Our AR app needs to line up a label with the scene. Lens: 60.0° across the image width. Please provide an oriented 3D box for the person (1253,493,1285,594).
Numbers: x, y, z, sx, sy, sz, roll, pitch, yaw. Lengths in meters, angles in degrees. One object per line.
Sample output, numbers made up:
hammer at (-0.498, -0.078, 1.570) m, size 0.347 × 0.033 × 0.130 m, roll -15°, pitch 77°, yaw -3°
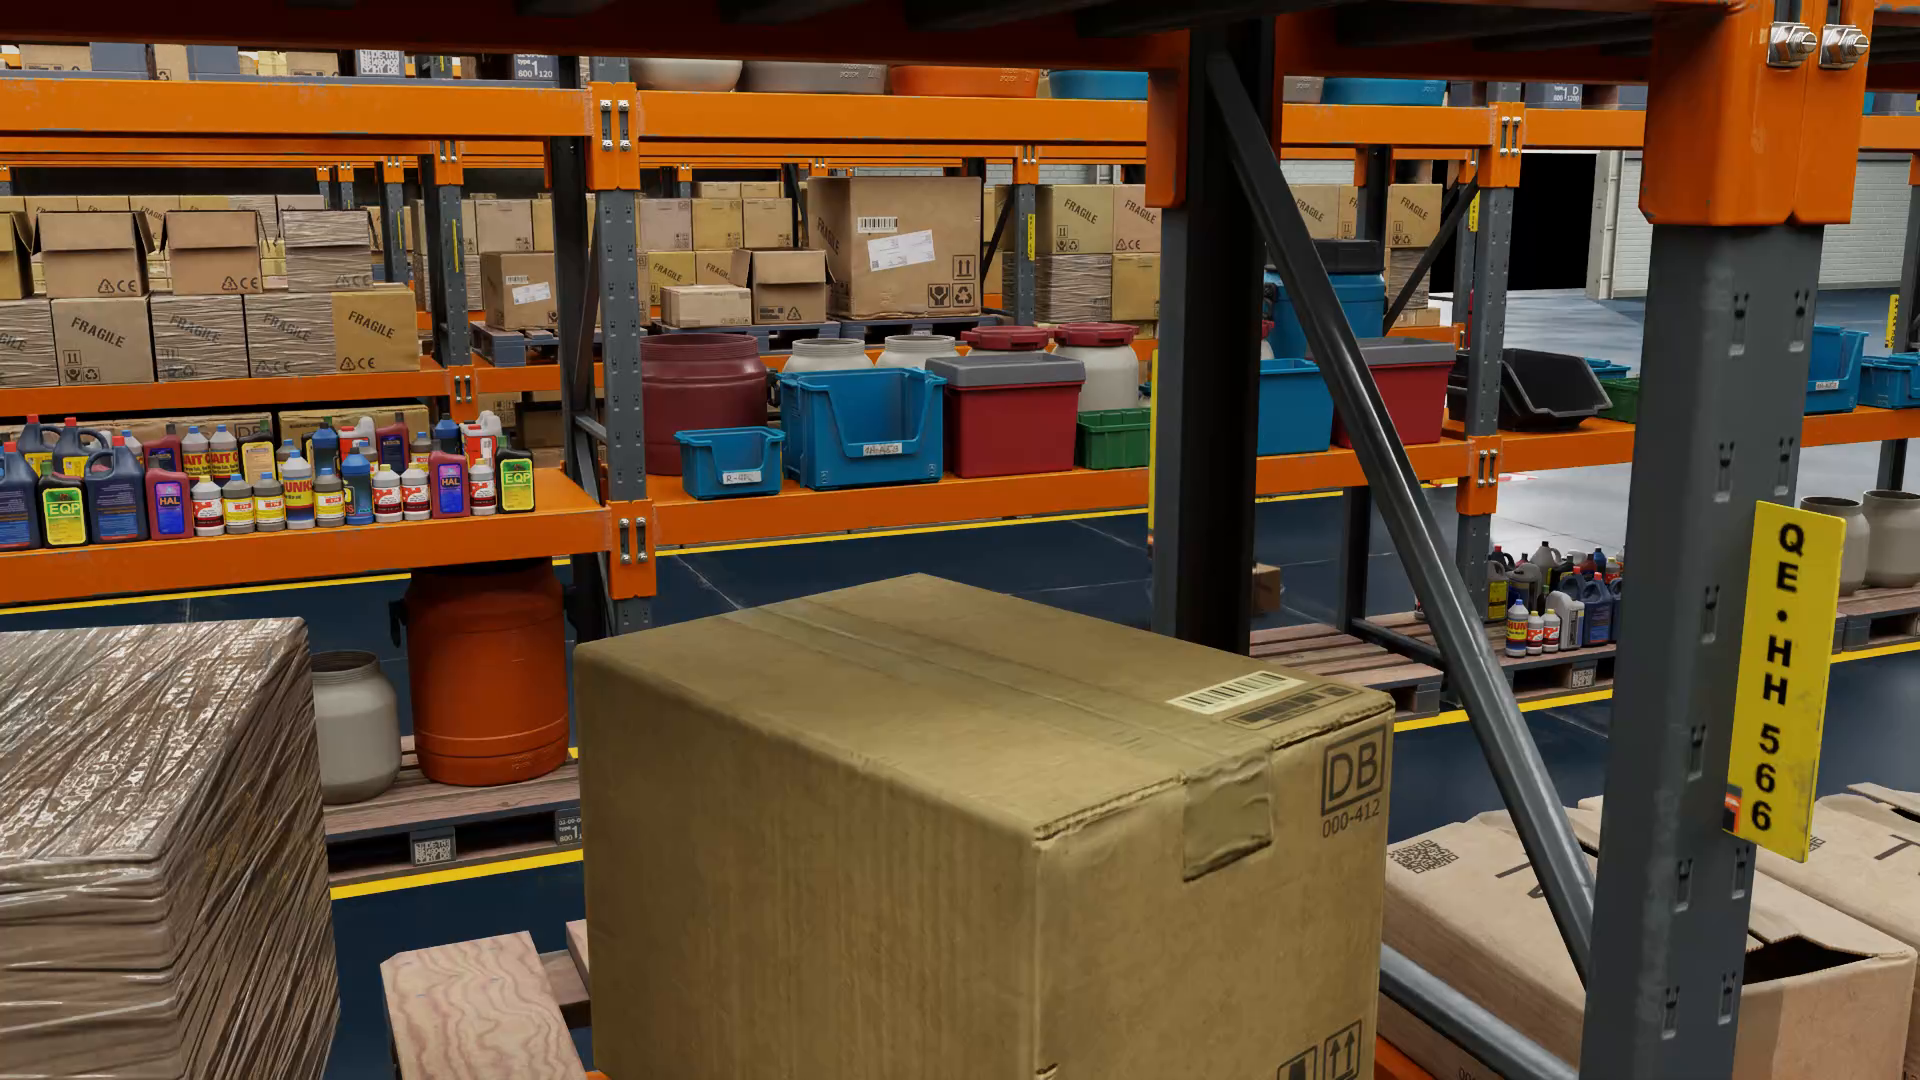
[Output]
person at (1.568, -0.360, 9.580) m, size 0.951 × 1.536 × 0.450 m, roll -5°, pitch 13°, yaw -22°
